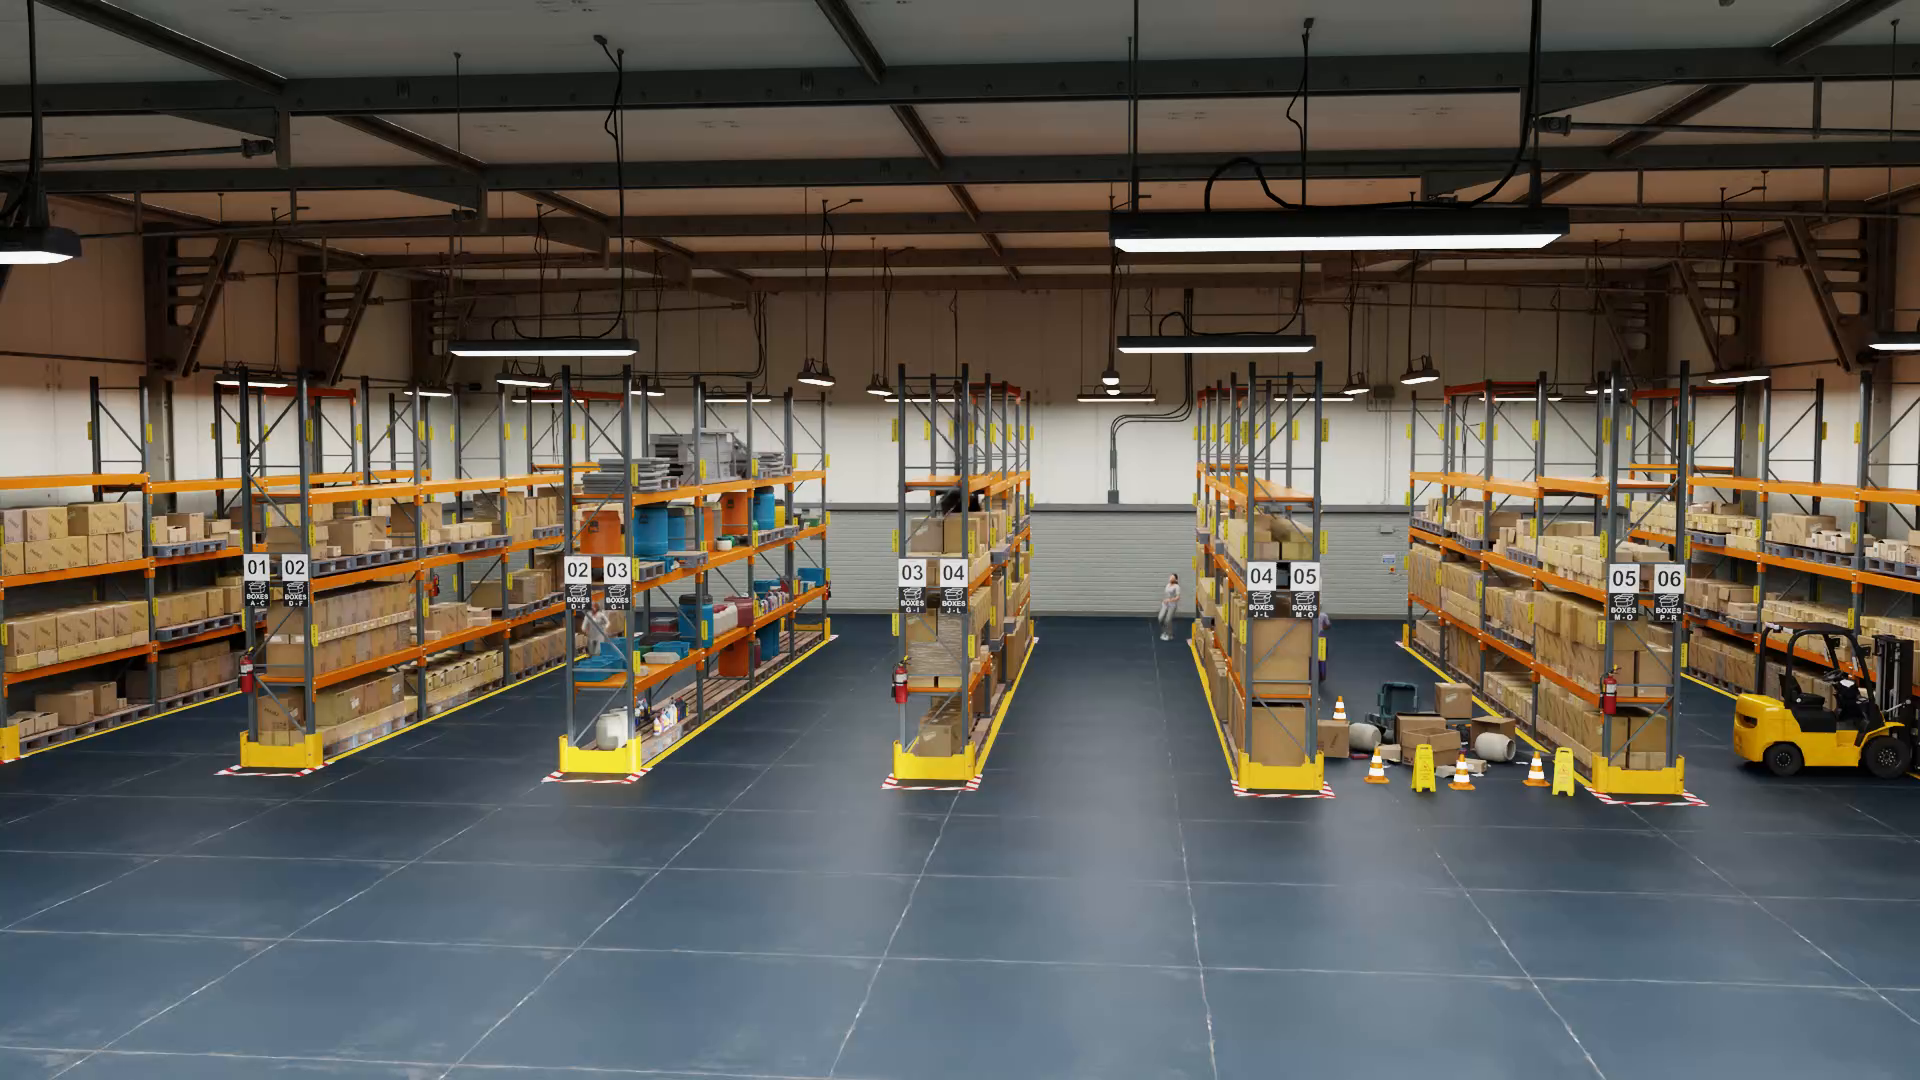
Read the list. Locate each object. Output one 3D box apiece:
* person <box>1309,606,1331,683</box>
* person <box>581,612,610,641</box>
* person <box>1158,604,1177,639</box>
[{"bbox_3d":[7.130,2.043,33.183,0.567,1.687,0.854,0,4,-2],"label":"person"},{"bbox_3d":[-7.417,2.148,33.877,0.549,1.385,0.850,0,4,-3],"label":"person"},{"bbox_3d":[5.034,1.931,40.227,0.416,0.976,0.556,3,5,42],"label":"person"}]
